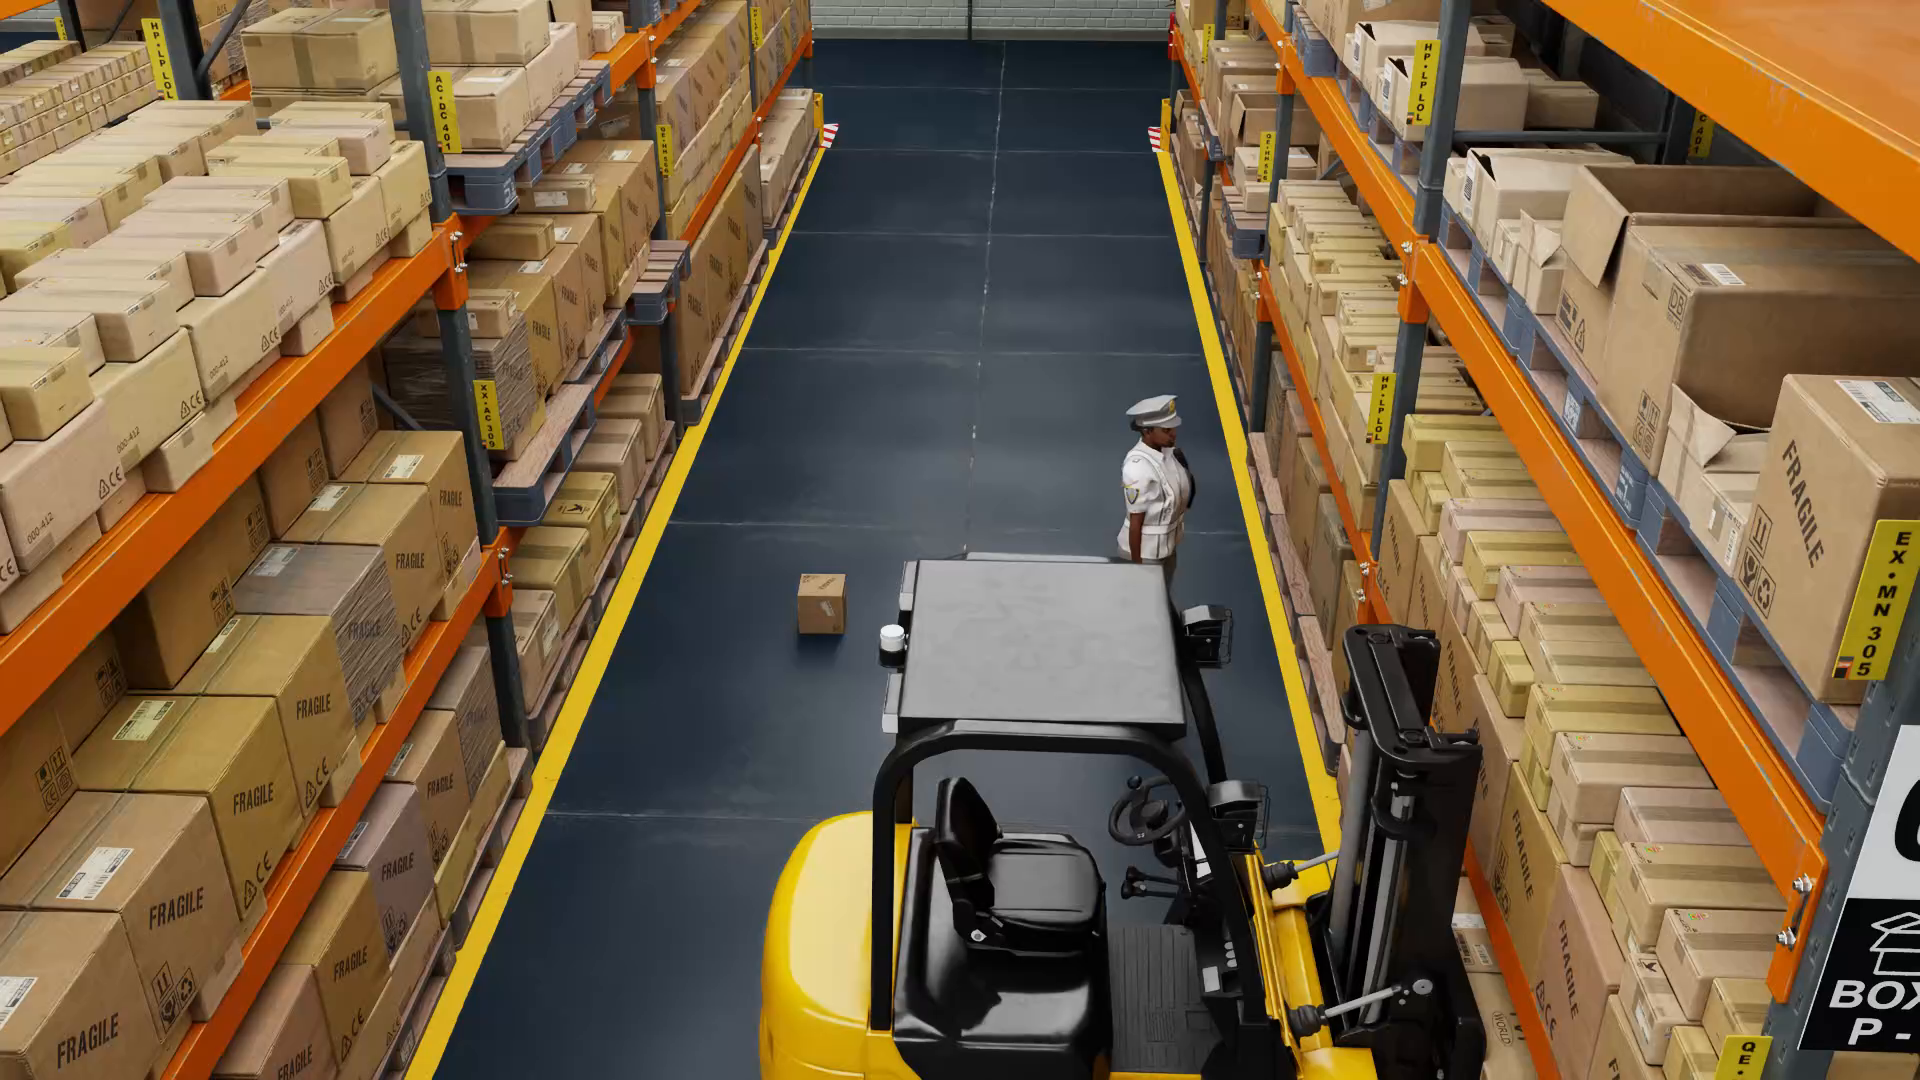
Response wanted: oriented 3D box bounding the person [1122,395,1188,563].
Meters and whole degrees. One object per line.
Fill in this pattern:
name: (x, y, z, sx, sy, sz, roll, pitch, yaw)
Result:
person: (0.974, -0.271, 8.346, 0.308, 0.983, 0.436, 13, 31, 22)
